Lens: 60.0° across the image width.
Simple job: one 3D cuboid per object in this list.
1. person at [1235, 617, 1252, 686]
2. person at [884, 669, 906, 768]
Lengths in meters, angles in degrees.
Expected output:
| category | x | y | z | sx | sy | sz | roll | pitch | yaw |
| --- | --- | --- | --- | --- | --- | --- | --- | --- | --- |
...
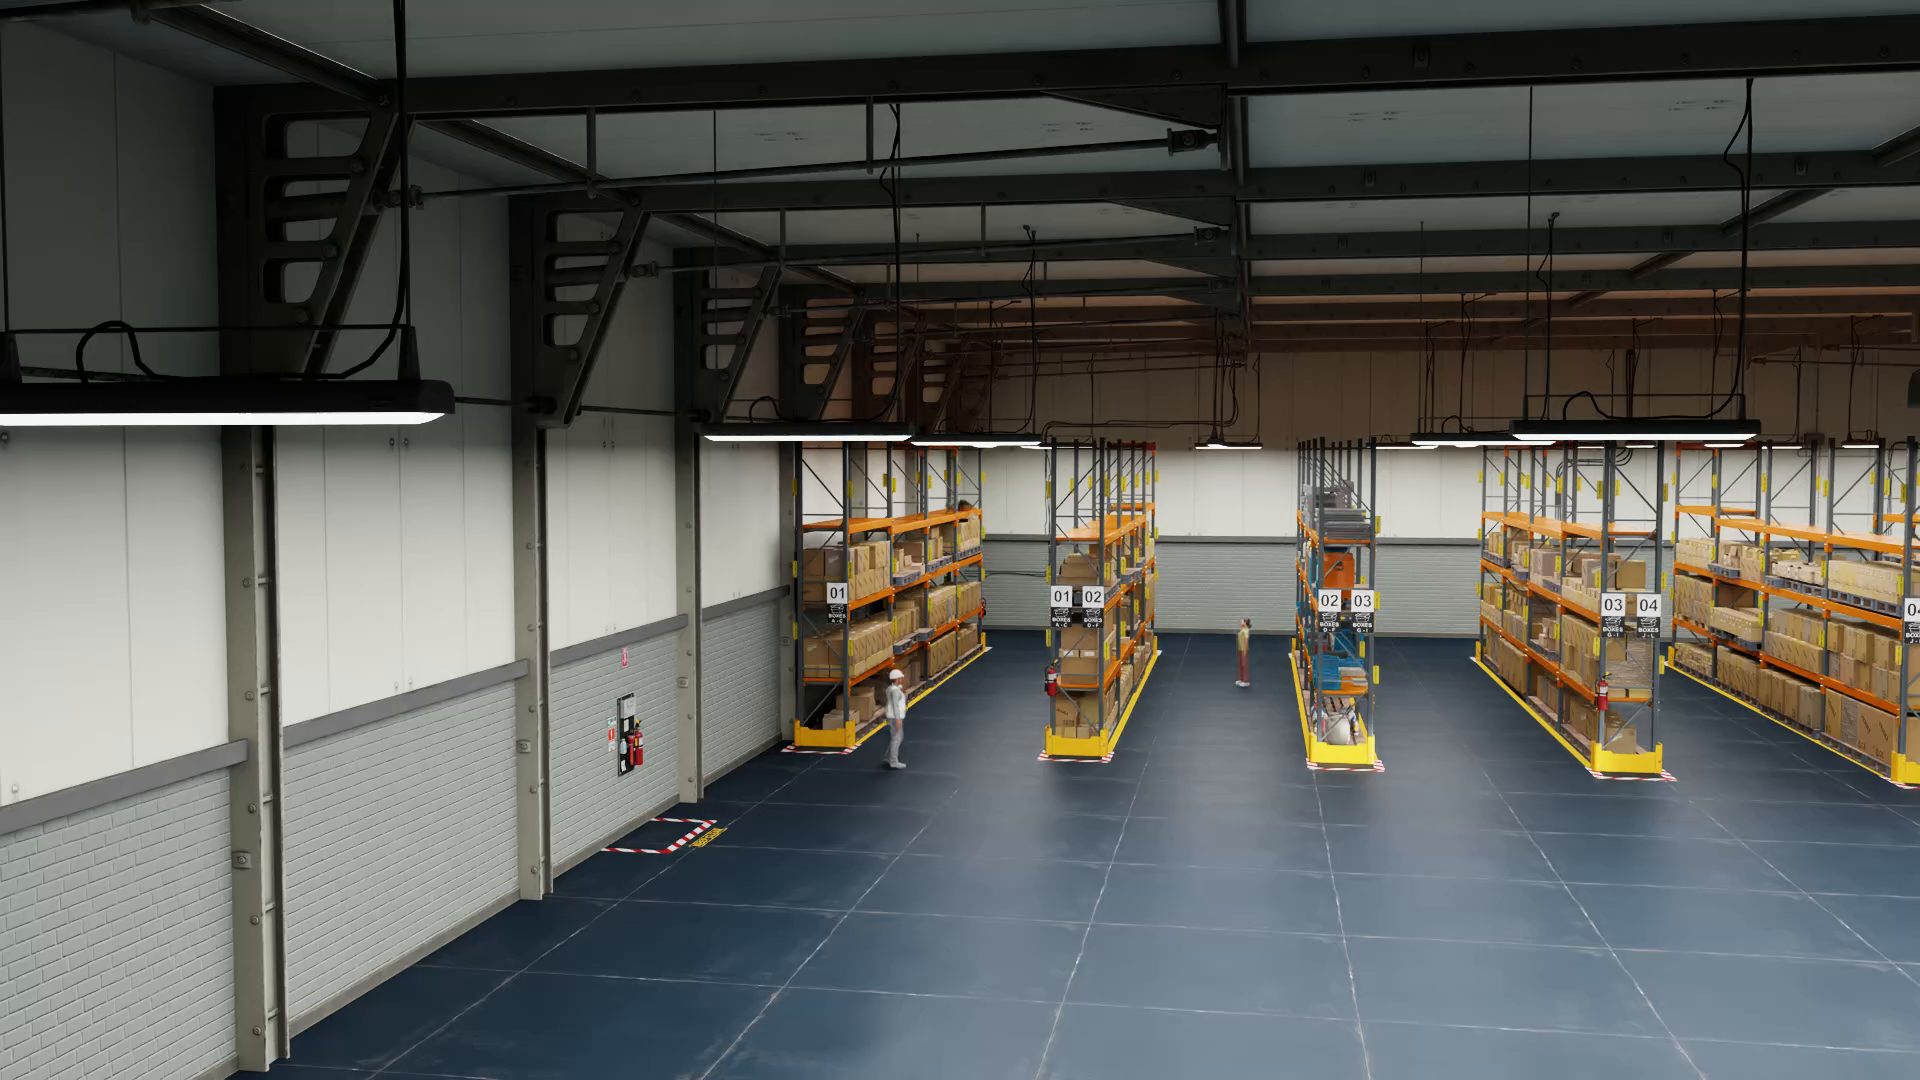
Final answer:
| category | x | y | z | sx | sy | sz | roll | pitch | yaw |
| --- | --- | --- | --- | --- | --- | --- | --- | --- | --- |
| person | 6.964 | 2.723 | 40.788 | 0.376 | 1.675 | 0.483 | -1 | 3 | -10 |
| person | -1.169 | 3.258 | 30.223 | 0.362 | 1.809 | 0.613 | -1 | 3 | -11 |
